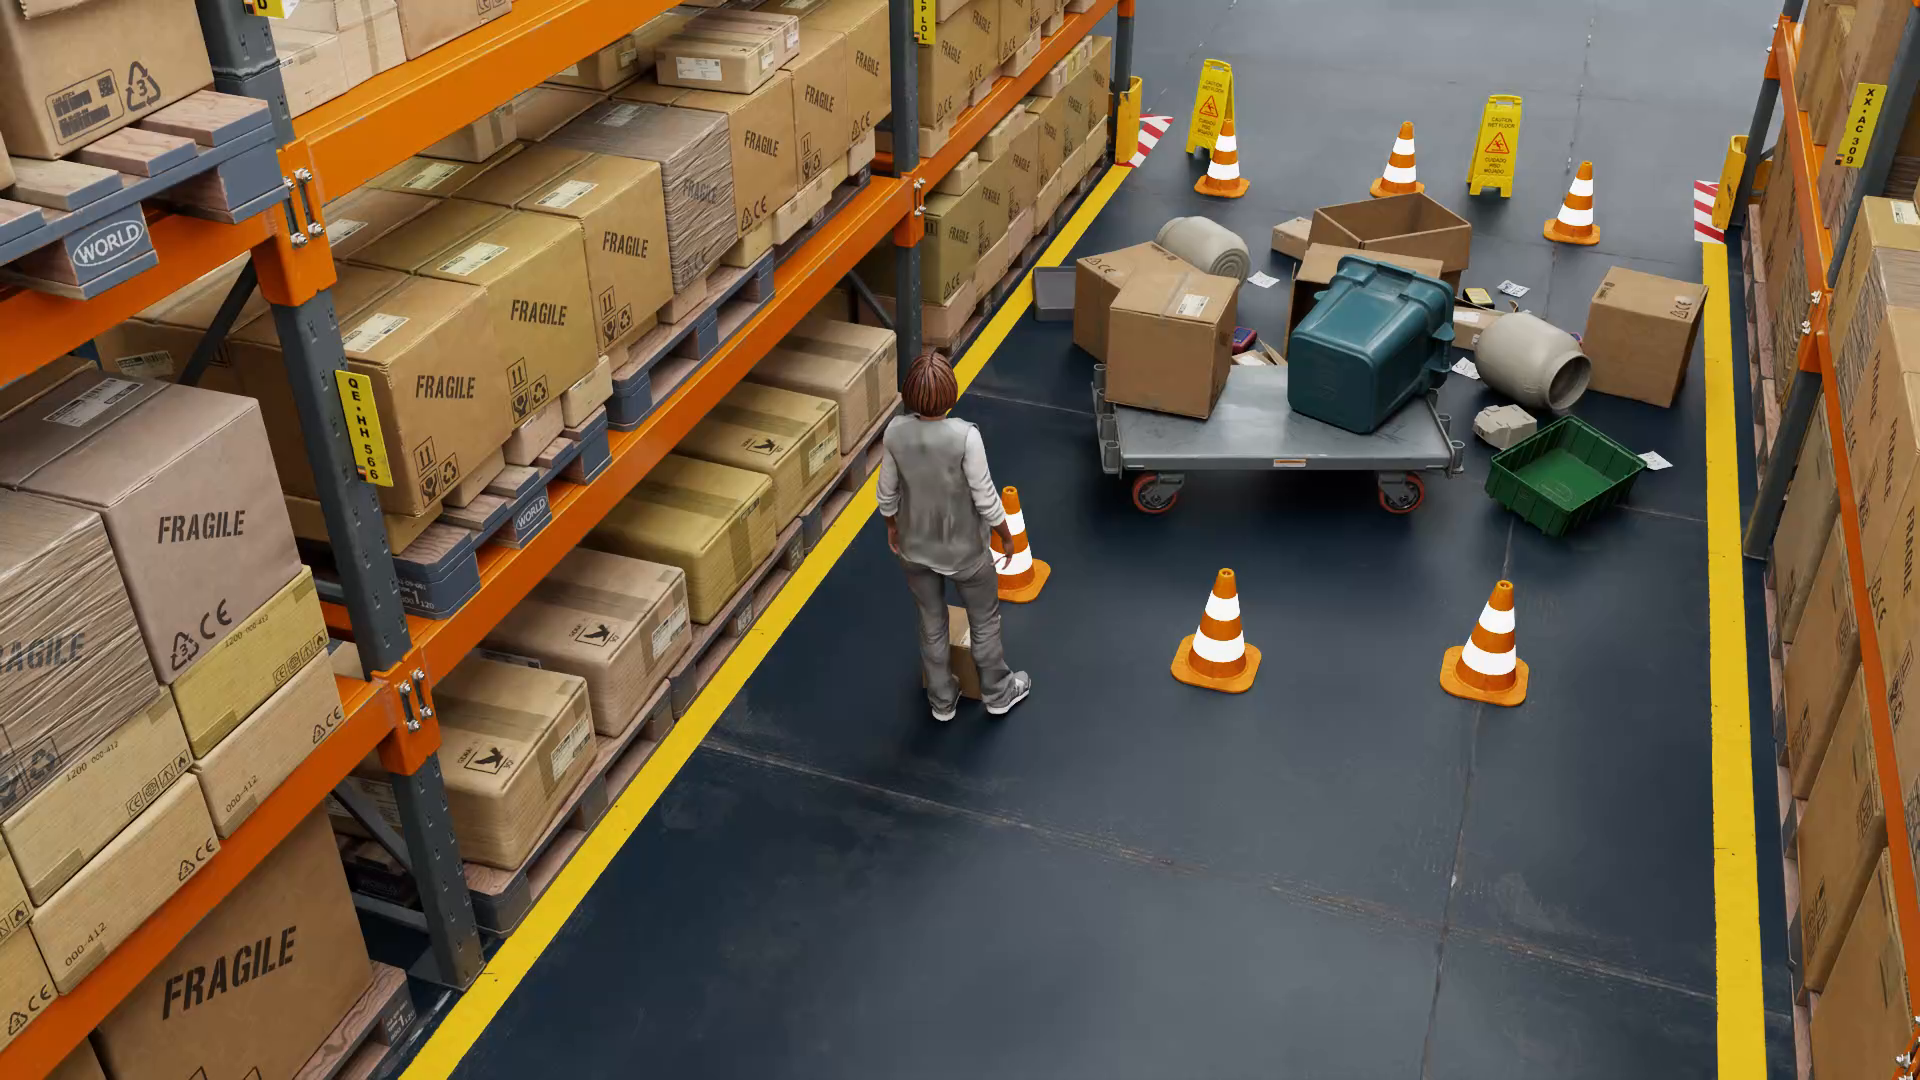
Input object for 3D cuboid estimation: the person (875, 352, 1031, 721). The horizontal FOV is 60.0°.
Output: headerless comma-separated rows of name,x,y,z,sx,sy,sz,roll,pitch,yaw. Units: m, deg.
person,-0.022,-0.012,6.155,0.521,1.595,0.473,11,35,16
